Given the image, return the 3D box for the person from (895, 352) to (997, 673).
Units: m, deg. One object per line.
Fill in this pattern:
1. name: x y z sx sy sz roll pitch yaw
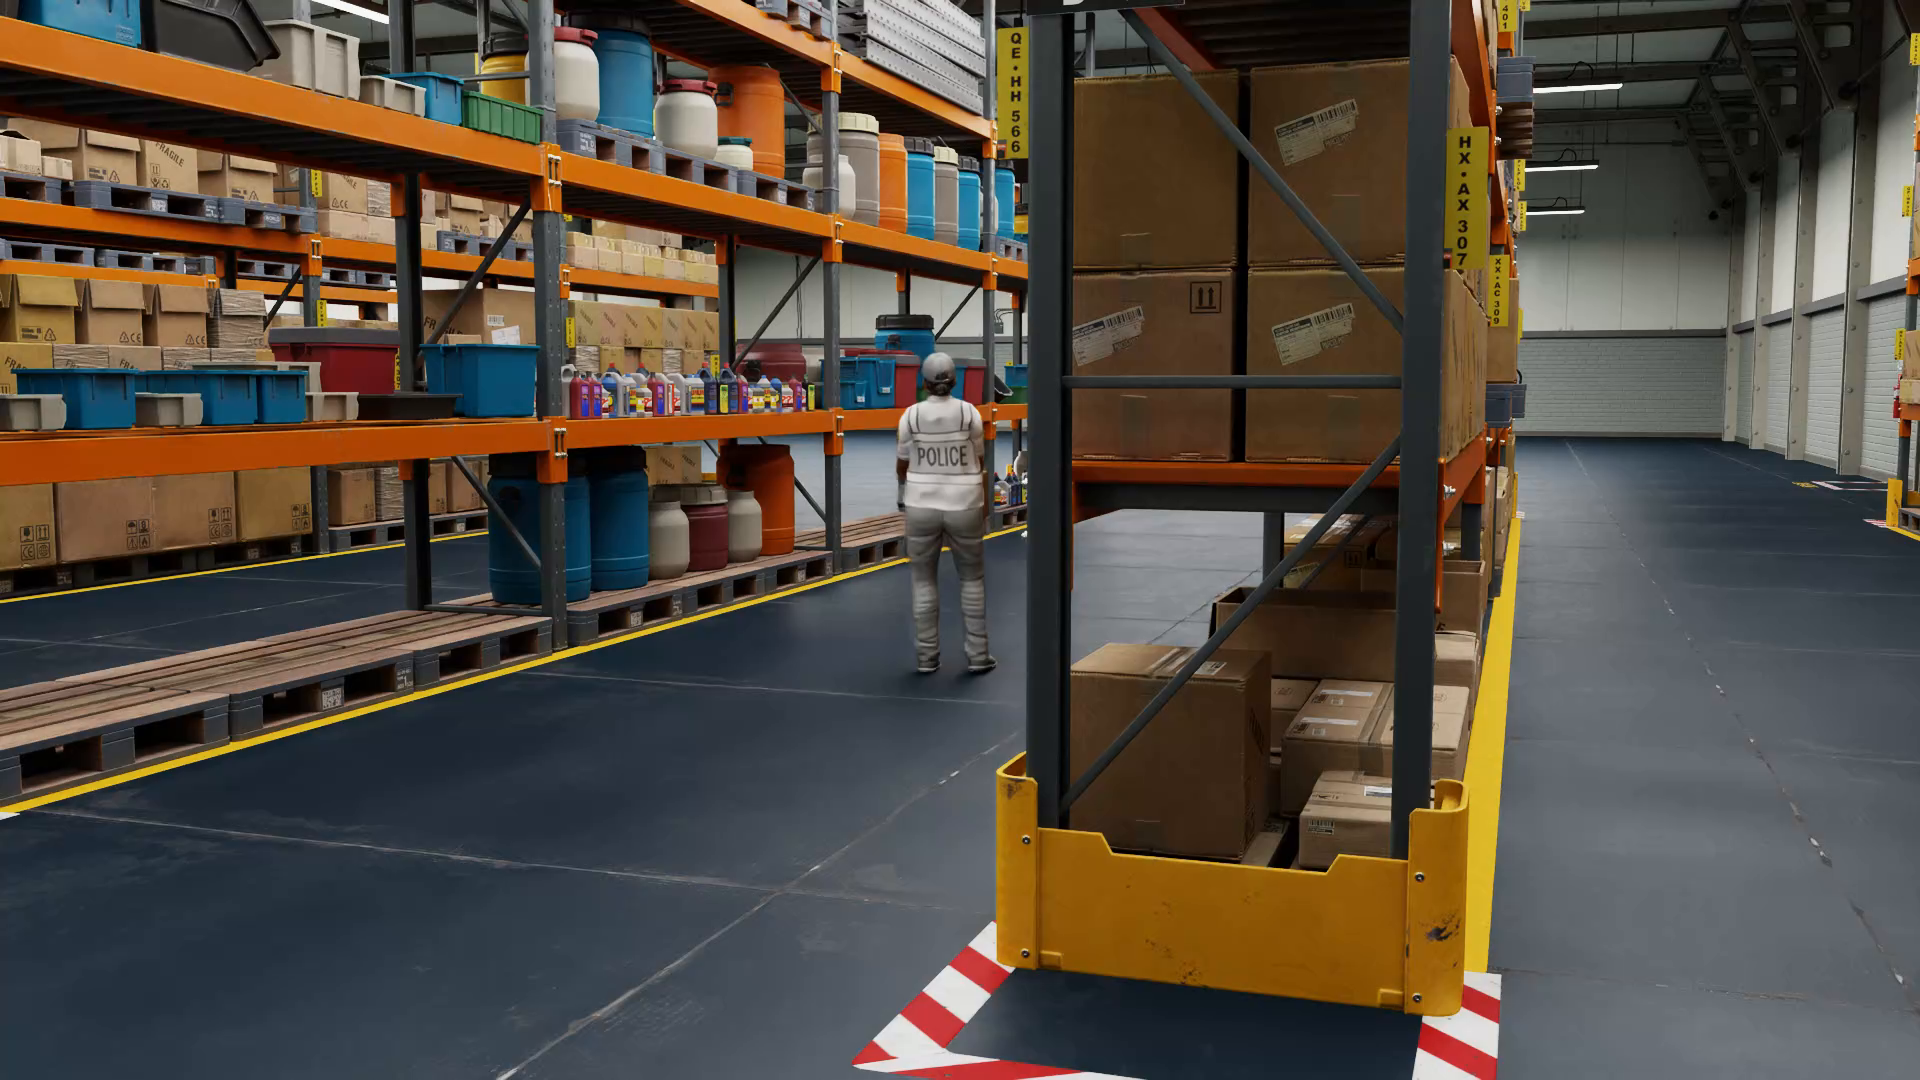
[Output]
1. person: -0.068 -0.140 8.707 0.537 1.670 0.497 0 5 -2
